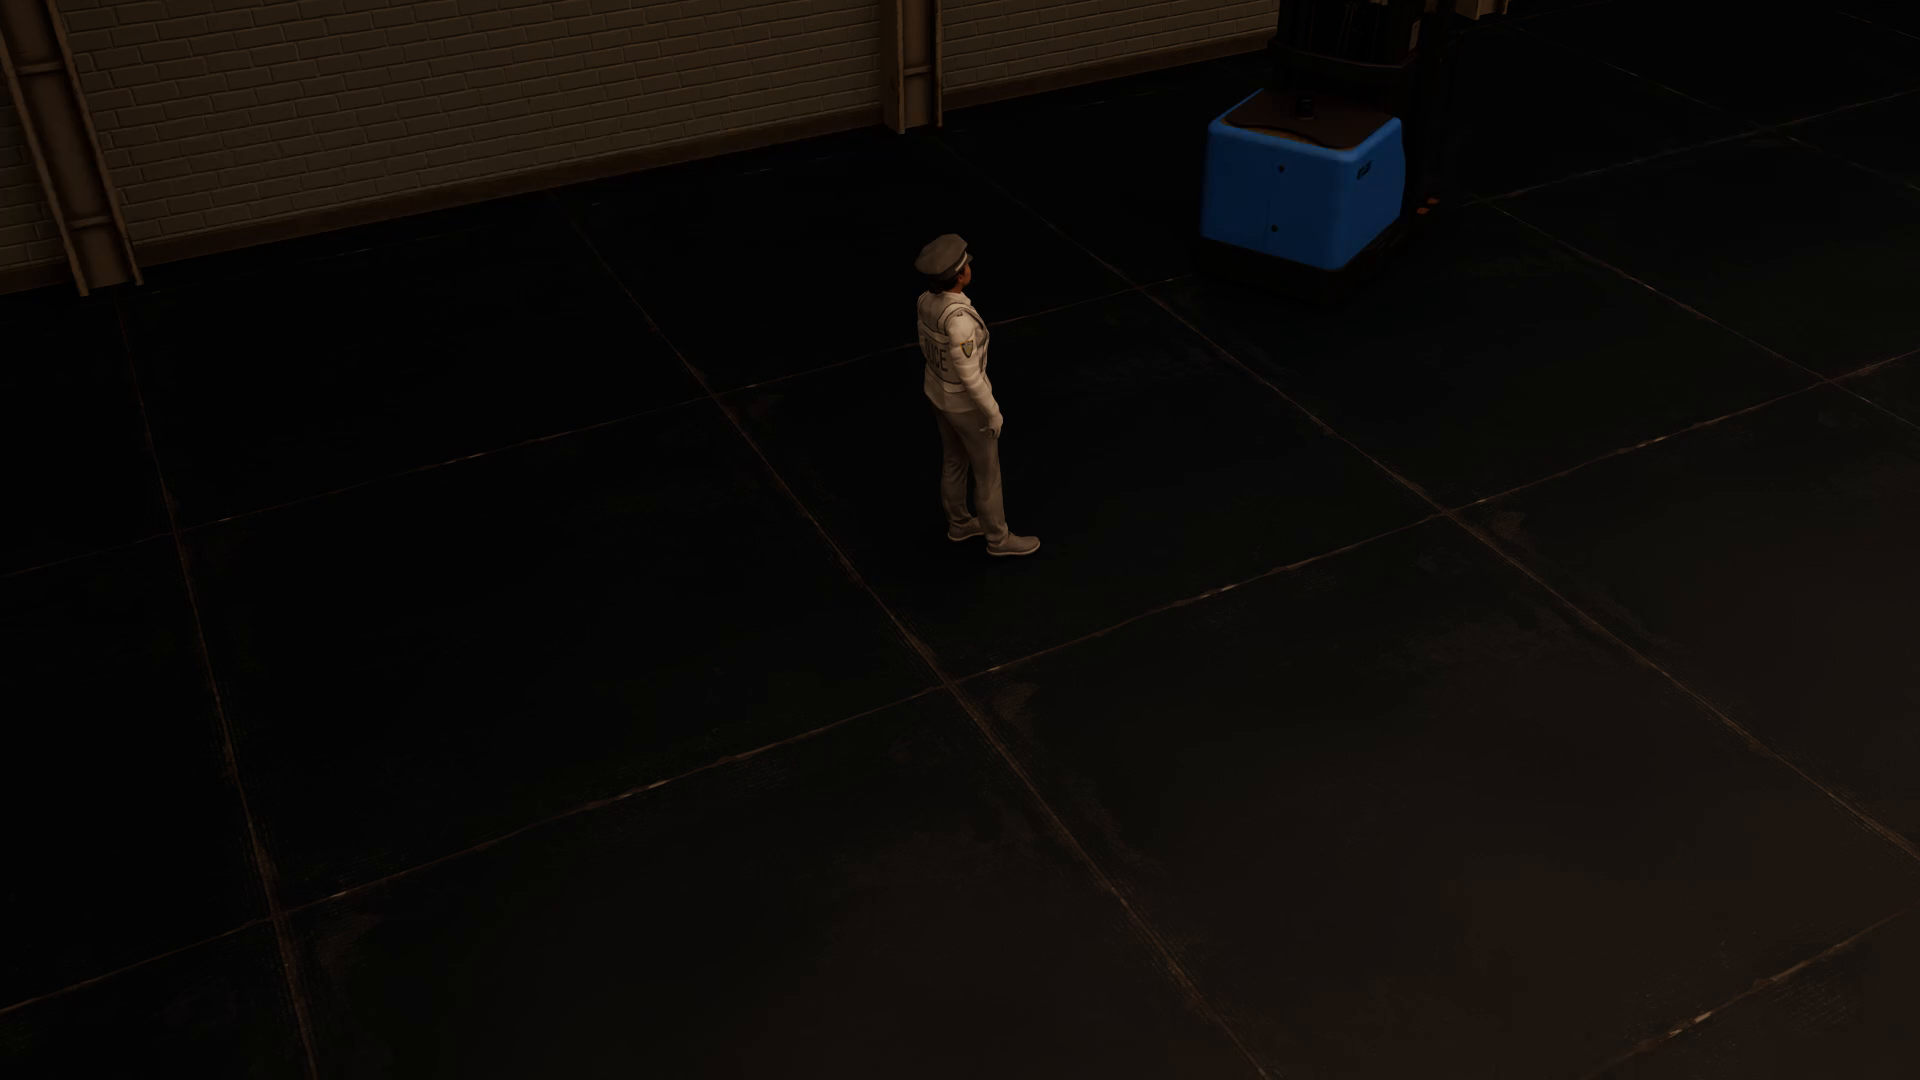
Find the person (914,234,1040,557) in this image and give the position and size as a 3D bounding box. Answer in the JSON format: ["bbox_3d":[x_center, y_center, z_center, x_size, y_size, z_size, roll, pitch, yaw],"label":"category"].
[{"bbox_3d":[0.064,-0.713,8.190,0.530,1.694,0.586,-17,39,-23],"label":"person"}]

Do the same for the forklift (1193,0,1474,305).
[{"bbox_3d":[2.798,-3.517,11.099,1.130,2.935,3.031,21,40,27],"label":"forklift"}]
